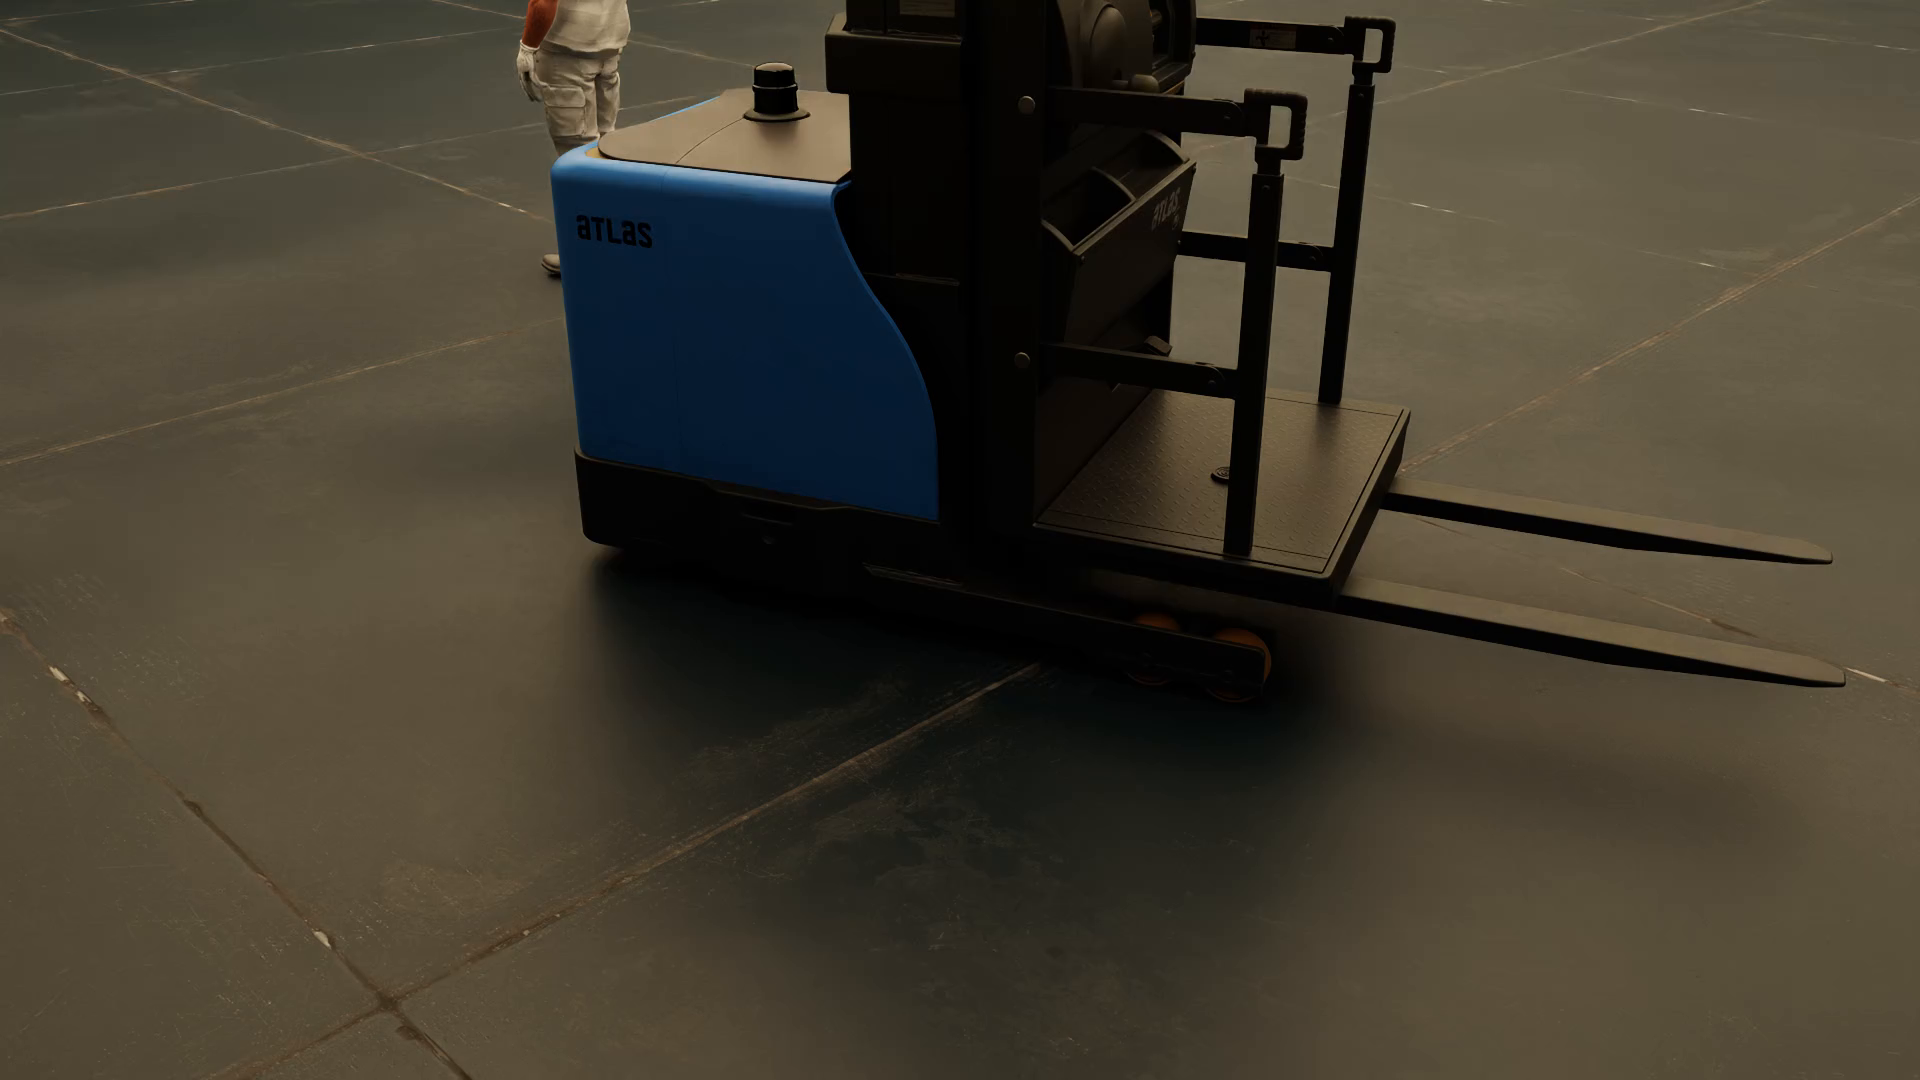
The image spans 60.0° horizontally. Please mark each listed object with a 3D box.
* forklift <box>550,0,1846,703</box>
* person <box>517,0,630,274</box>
[{"bbox_3d":[0.560,-1.212,3.684,3.031,2.935,1.130,11,28,20],"label":"forklift"},{"bbox_3d":[-1.522,-1.896,6.361,0.561,1.790,0.637,10,28,19],"label":"person"}]
